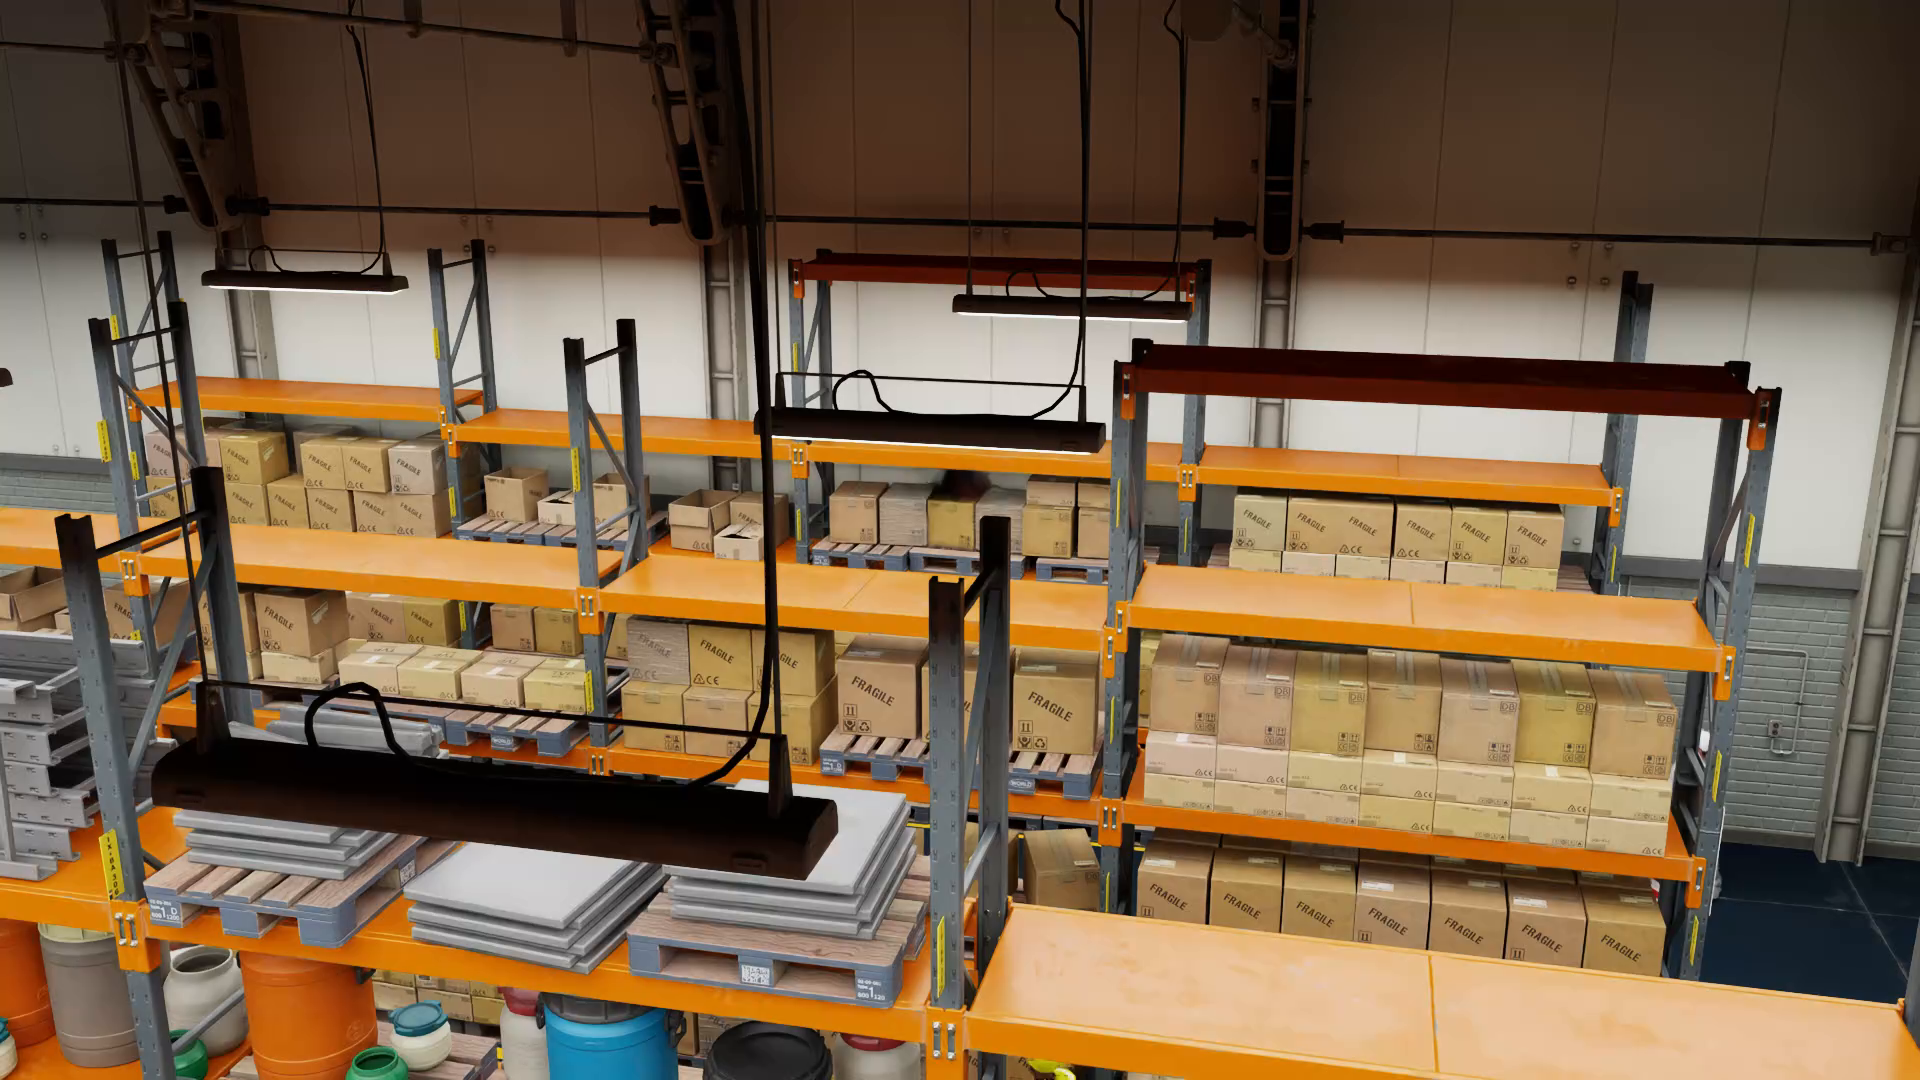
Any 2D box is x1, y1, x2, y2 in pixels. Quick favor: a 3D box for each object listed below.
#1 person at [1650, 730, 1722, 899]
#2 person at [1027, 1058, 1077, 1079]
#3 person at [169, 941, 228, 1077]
[{"bbox_3d":[7.034,2.652,16.218,0.906,1.740,0.618,-4,17,-14],"label":"person"},{"bbox_3d":[0.595,4.115,11.205,0.856,1.720,0.618,3,17,11],"label":"person"},{"bbox_3d":[-5.915,3.650,12.735,0.630,1.769,0.414,-5,17,-18],"label":"person"}]
